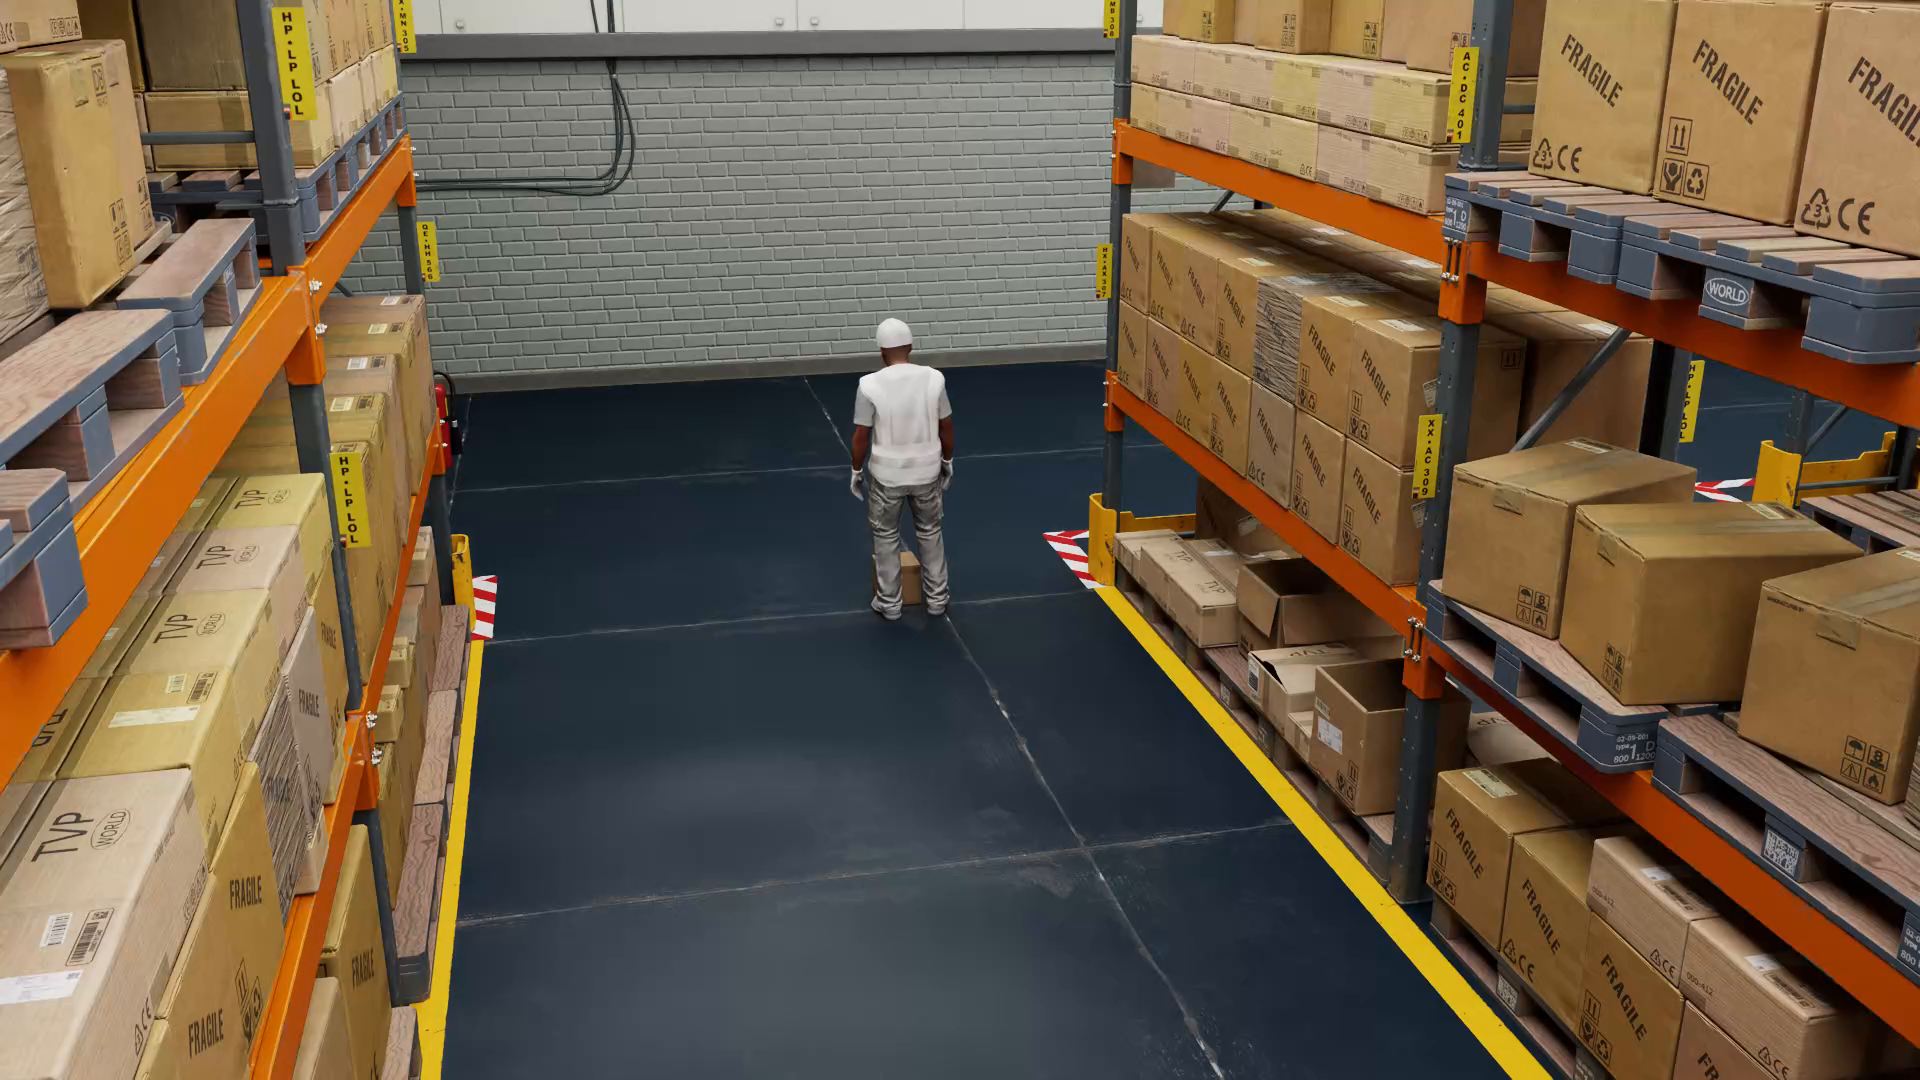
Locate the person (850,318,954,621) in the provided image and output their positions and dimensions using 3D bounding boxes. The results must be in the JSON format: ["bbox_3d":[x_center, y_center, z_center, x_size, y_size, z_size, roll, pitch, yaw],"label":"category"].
[{"bbox_3d":[-0.336,-0.405,9.700,0.627,1.774,0.450,-6,20,-16],"label":"person"}]
